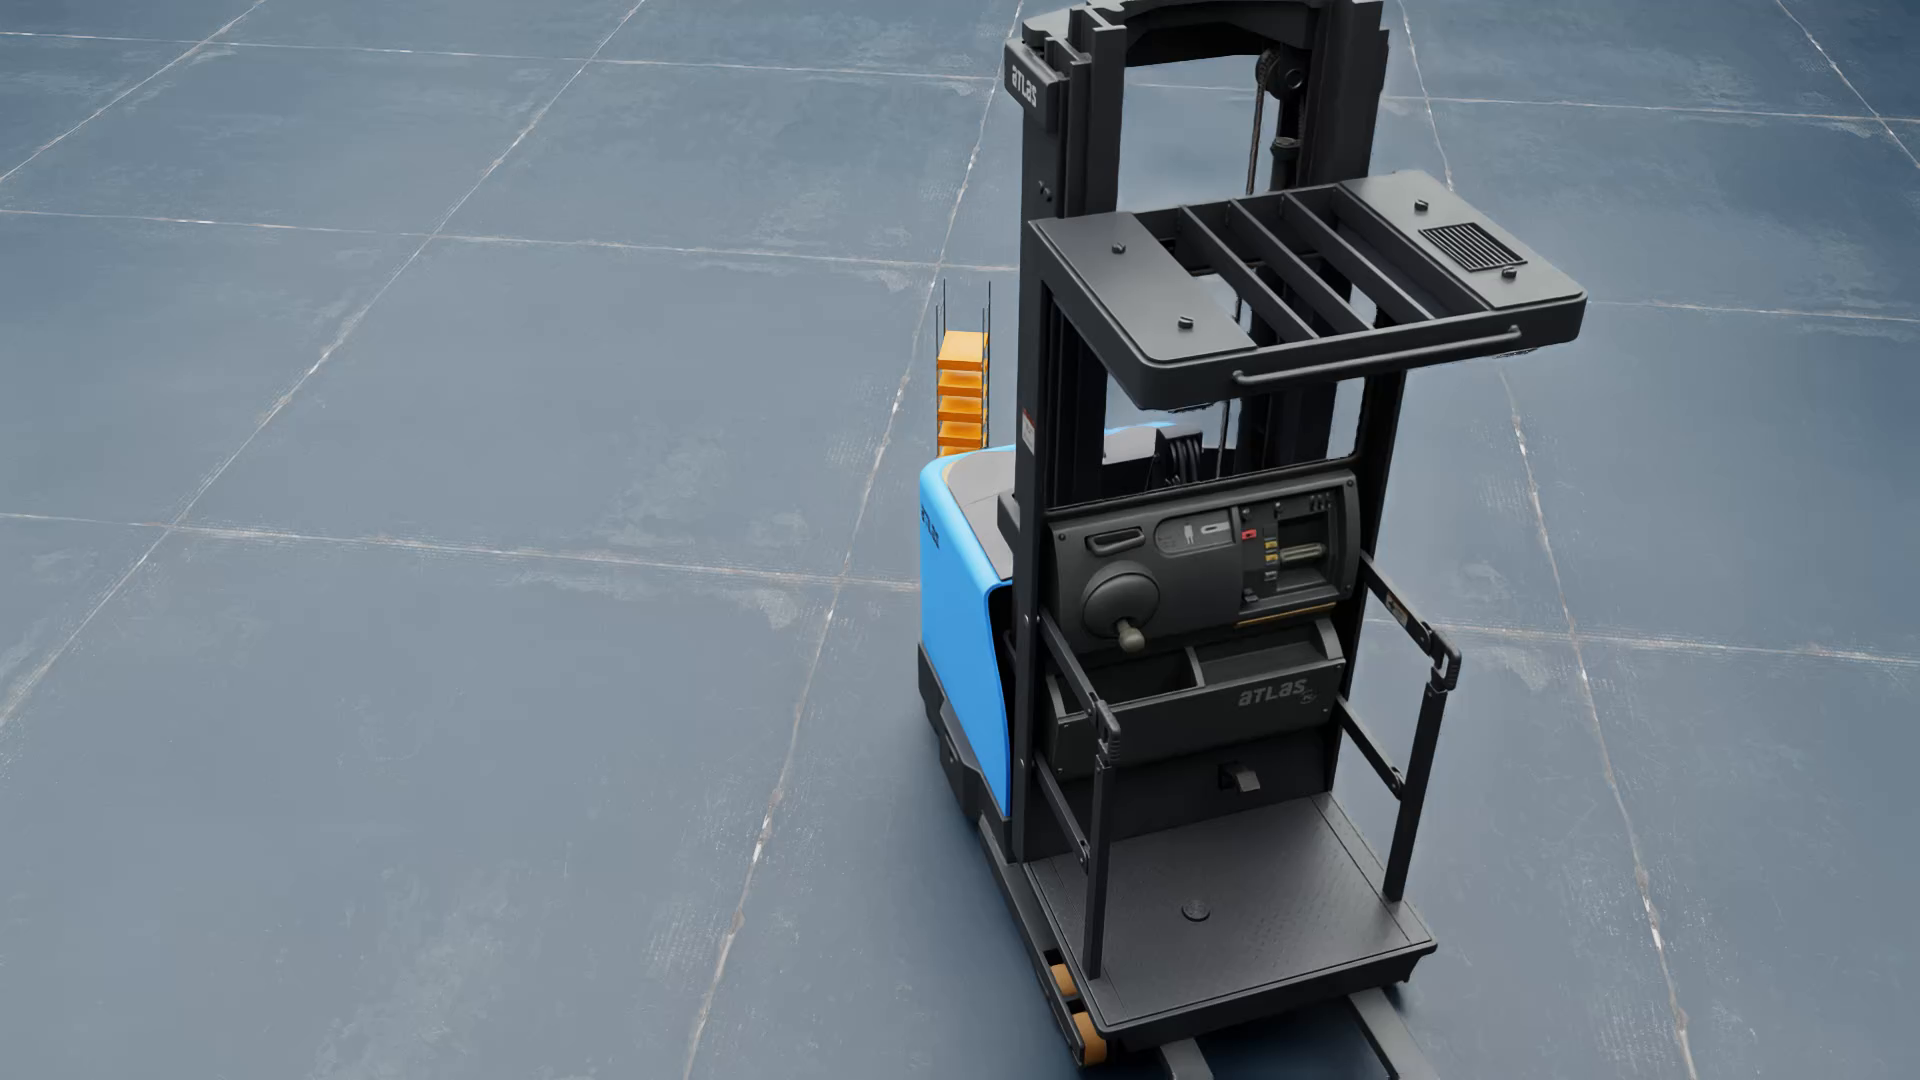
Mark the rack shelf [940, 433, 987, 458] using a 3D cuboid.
[{"bbox_3d":[0.014,-0.353,6.995,0.180,0.103,0.258,4,36,6],"label":"rack shelf"}]

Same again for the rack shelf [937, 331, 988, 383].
[{"bbox_3d":[0.014,-0.744,6.717,0.180,0.103,0.258,4,36,6],"label":"rack shelf"}]

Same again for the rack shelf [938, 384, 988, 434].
[{"bbox_3d":[0.014,-0.549,6.856,0.180,0.103,0.258,4,36,6],"label":"rack shelf"}]

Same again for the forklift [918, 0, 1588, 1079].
[{"bbox_3d":[0.773,0.130,4.544,1.130,2.935,3.031,-10,37,-14],"label":"forklift"}]

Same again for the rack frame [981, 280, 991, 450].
[{"bbox_3d":[0.105,-0.481,6.890,0.006,1.200,0.240,4,36,6],"label":"rack frame"}]

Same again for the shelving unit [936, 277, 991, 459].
[{"bbox_3d":[0.014,-0.487,6.900,0.189,1.200,0.258,4,36,6],"label":"shelving unit"}]

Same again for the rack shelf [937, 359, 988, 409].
[{"bbox_3d":[0.014,-0.646,6.786,0.180,0.103,0.258,4,36,6],"label":"rack shelf"}]

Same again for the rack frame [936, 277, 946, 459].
[{"bbox_3d":[-0.076,-0.494,6.909,0.006,1.200,0.240,4,36,6],"label":"rack frame"}]

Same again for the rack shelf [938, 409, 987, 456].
[{"bbox_3d":[0.014,-0.451,6.926,0.180,0.103,0.258,4,36,6],"label":"rack shelf"}]
